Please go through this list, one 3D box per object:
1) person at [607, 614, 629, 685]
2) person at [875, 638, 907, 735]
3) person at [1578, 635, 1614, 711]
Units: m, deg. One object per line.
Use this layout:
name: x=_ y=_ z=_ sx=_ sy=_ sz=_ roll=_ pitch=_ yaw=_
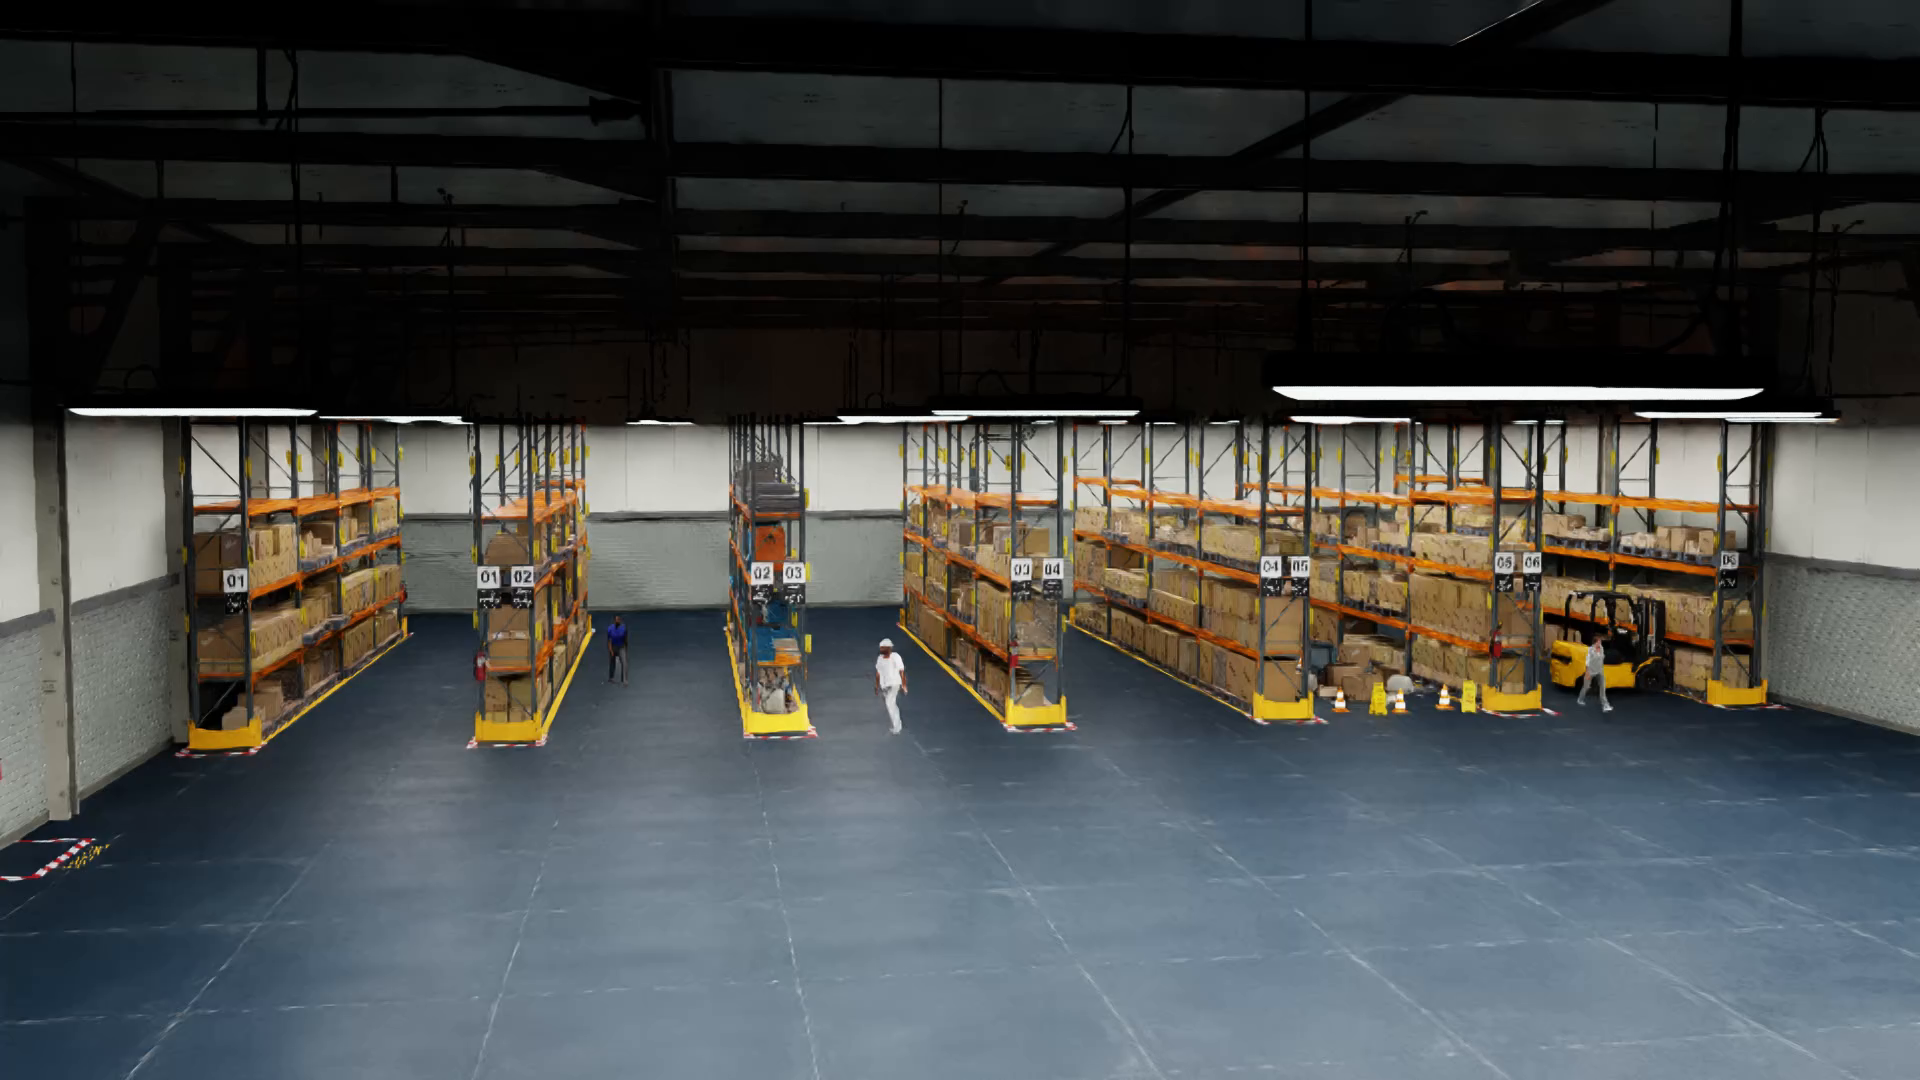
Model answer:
person: x=-7.599 y=2.453 z=36.852 sx=0.470 sy=1.488 sz=1.060 roll=-1 pitch=4 yaw=-19
person: x=-1.288 y=2.722 z=31.182 sx=0.651 sy=1.767 sz=0.494 roll=4 pitch=5 yaw=43
person: x=12.845 y=2.660 z=33.674 sx=0.417 sy=1.517 sz=1.036 roll=0 pitch=4 yaw=-7
